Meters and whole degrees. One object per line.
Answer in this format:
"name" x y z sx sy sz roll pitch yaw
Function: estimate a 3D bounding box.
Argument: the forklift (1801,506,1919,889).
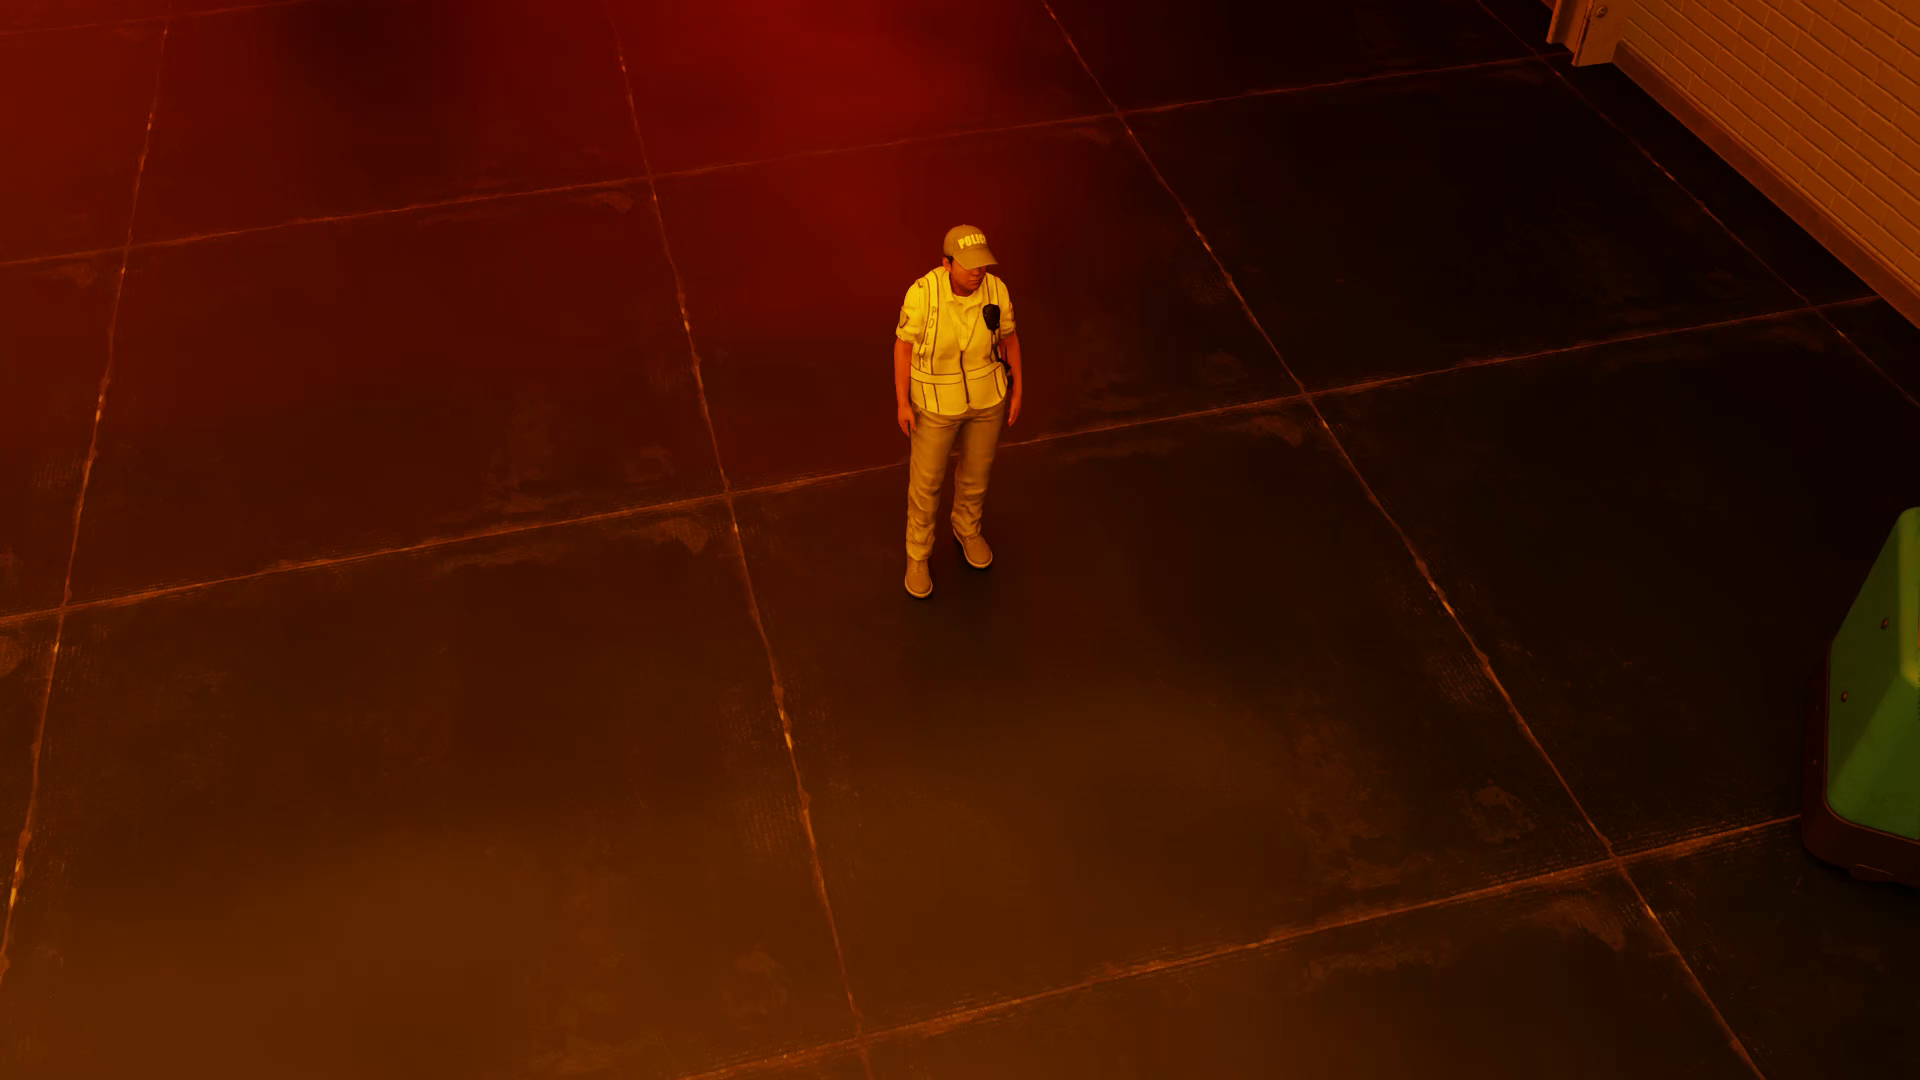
"forklift" 4.831 0.253 5.378 3.031 2.935 1.130 15 46 16

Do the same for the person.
"person" -0.003 -0.556 7.144 0.598 1.670 0.529 -10 44 -11
